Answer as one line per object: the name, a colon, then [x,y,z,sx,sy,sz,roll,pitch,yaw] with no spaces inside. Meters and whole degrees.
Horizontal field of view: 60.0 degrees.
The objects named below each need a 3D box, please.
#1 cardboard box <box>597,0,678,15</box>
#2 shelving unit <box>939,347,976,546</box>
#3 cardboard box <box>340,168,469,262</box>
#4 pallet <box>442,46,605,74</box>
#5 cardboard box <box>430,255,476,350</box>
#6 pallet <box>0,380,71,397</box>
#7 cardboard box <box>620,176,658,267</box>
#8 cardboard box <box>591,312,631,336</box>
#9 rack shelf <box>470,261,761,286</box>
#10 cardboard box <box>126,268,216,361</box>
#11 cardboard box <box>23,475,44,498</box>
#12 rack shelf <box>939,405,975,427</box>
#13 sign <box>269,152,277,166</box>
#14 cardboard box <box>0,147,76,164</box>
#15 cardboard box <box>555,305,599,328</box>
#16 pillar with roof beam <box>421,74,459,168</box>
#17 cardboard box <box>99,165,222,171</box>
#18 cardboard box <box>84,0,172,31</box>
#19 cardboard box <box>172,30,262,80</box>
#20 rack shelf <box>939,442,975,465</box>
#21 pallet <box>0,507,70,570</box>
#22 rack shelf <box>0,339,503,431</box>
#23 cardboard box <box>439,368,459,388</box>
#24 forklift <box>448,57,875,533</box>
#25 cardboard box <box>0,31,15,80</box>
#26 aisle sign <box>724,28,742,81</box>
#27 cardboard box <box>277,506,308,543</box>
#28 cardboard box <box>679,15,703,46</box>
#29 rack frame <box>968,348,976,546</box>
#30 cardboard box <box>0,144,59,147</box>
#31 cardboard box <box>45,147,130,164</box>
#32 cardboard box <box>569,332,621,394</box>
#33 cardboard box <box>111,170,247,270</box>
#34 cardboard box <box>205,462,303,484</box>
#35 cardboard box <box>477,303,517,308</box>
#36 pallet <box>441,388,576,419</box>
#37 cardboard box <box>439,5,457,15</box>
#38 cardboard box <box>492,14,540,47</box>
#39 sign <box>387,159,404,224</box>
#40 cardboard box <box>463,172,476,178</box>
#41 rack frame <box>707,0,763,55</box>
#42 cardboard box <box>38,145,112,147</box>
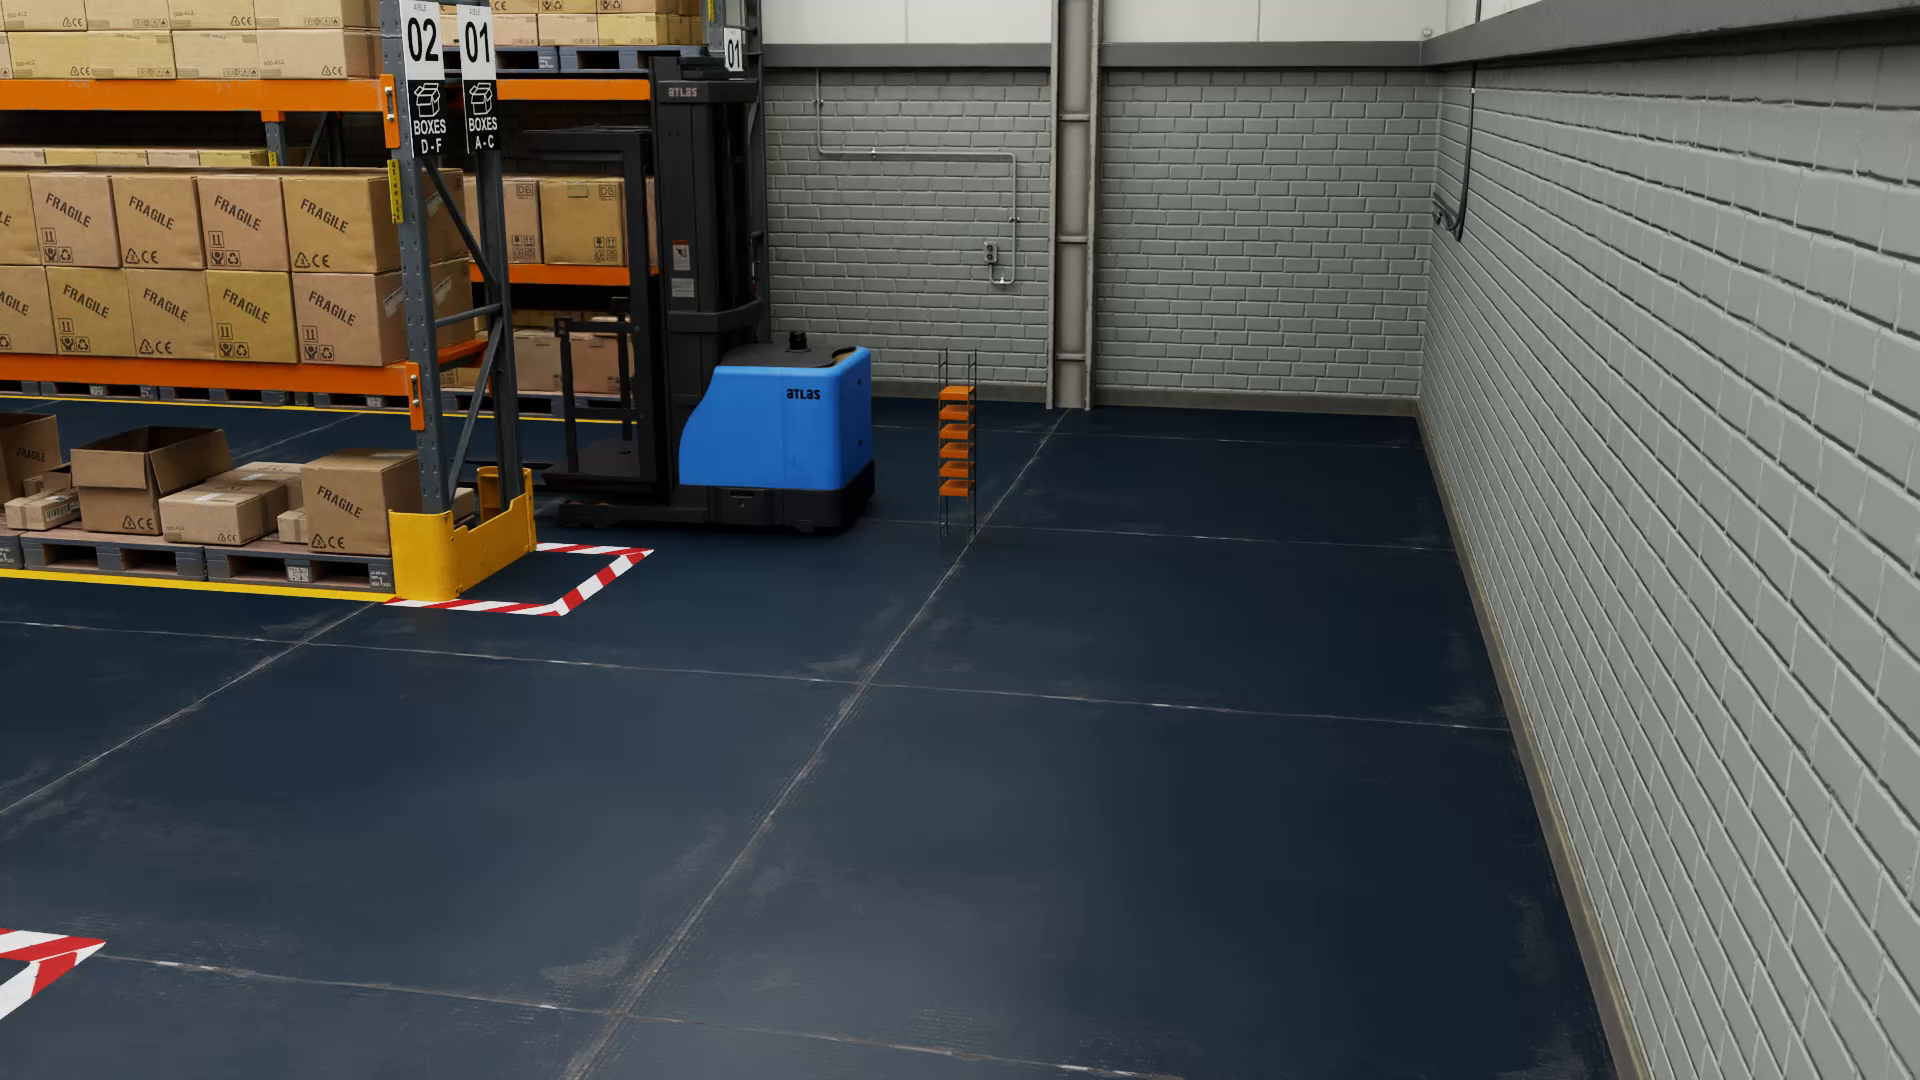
cardboard box: [-2.606,-4.504,13.416,0.500,0.500,0.500,3,16,11]
shelving unit: [-0.014,-0.579,10.335,0.189,1.200,0.258,3,16,11]
cardboard box: [-3.201,-1.878,9.592,0.500,0.500,0.500,4,16,13]
pallet: [-3.763,-4.055,14.059,1.213,0.211,1.003,3,16,11]
cardboard box: [-3.201,-1.396,9.725,0.500,0.500,0.500,3,16,12]
pallet: [-8.917,-1.571,15.769,1.213,0.211,1.003,3,16,11]
cardboard box: [-2.337,-2.720,14.131,0.700,0.700,0.980,4,16,14]
cardboard box: [-2.954,-1.845,14.215,0.250,0.149,0.380,4,16,13]
rack shelf: [-3.795,-2.311,14.563,4.000,0.370,1.077,3,16,11]
cardboard box: [-4.308,-1.311,9.417,0.500,0.500,0.500,3,16,12]
cardboard box: [-5.744,-0.346,10.637,0.250,0.149,0.380,3,16,11]
rack shelf: [-0.014,-0.767,10.282,0.180,0.103,0.258,3,16,11]
sign: [-5.853,-3.141,14.193,0.005,0.325,0.100,3,16,11]
cardboard box: [-8.263,-3.394,14.938,0.500,0.250,0.500,3,16,11]
cardboard box: [-3.370,-1.972,14.672,0.250,0.149,0.380,3,16,12]
pillar with roof beam: [-5.754,-4.718,10.667,0.400,9.000,9.100,3,16,11]
cardboard box: [-4.702,-1.958,9.882,0.500,0.500,0.500,3,16,11]
cardboard box: [-4.352,-2.884,9.010,0.500,0.250,0.500,3,16,11]
cardboard box: [-3.862,-2.616,8.980,0.500,0.250,0.500,3,16,11]
rack shelf: [-0.014,-0.536,10.346,0.180,0.103,0.258,3,16,11]
pallet: [-6.065,-0.087,10.412,1.213,0.211,1.003,3,16,11]
rack shelf: [-4.778,-1.015,9.884,4.000,0.370,1.077,3,16,11]
cardboard box: [-4.551,-1.668,14.789,0.500,0.500,0.700,3,16,11]
forklift: [-2.150,-1.623,10.859,3.031,2.935,1.130,3,16,9]
cardboard box: [-5.332,-2.696,9.268,0.500,0.250,0.500,3,16,11]
aisle sign: [-1.824,-3.722,13.439,0.004,0.787,0.394,3,16,11]
cardboard box: [-3.779,-0.111,9.758,0.250,0.166,0.380,3,16,11]
cardboard box: [-2.501,-4.278,14.005,0.500,0.250,0.500,4,16,14]
rack frame: [0.075,-0.574,10.317,0.006,1.200,0.240,3,16,11]
cardboard box: [-8.671,-3.555,15.518,0.500,0.250,0.500,3,16,9]
cardboard box: [-7.762,-3.368,14.846,0.500,0.250,0.500,3,16,10]
cardboard box: [-3.031,-1.587,14.497,0.500,0.500,0.700,3,16,11]
cardboard box: [-4.314,-1.790,9.274,0.500,0.500,0.500,4,16,13]
cardboard box: [-4.275,-0.298,10.277,0.500,0.250,0.500,3,16,11]
cardboard box: [-4.122,-2.012,14.818,0.250,0.149,0.380,3,16,12]
pallet: [-3.826,-1.295,14.771,1.213,0.211,1.003,3,16,11]
cardboard box: [-4.122,-4.587,13.717,0.500,0.500,0.500,3,16,11]
cardboard box: [-3.627,-4.198,13.717,0.500,0.250,0.500,3,16,9]
sign: [-2.949,-1.821,8.687,0.005,0.325,0.100,3,16,11]
cardboard box: [-4.512,-2.835,14.546,0.700,0.700,0.980,3,16,10]
rack frame: [-1.835,-5.442,13.282,0.127,3.000,1.000,3,16,11]
cardboard box: [-8.169,-3.526,15.417,0.500,0.250,0.500,3,16,10]
